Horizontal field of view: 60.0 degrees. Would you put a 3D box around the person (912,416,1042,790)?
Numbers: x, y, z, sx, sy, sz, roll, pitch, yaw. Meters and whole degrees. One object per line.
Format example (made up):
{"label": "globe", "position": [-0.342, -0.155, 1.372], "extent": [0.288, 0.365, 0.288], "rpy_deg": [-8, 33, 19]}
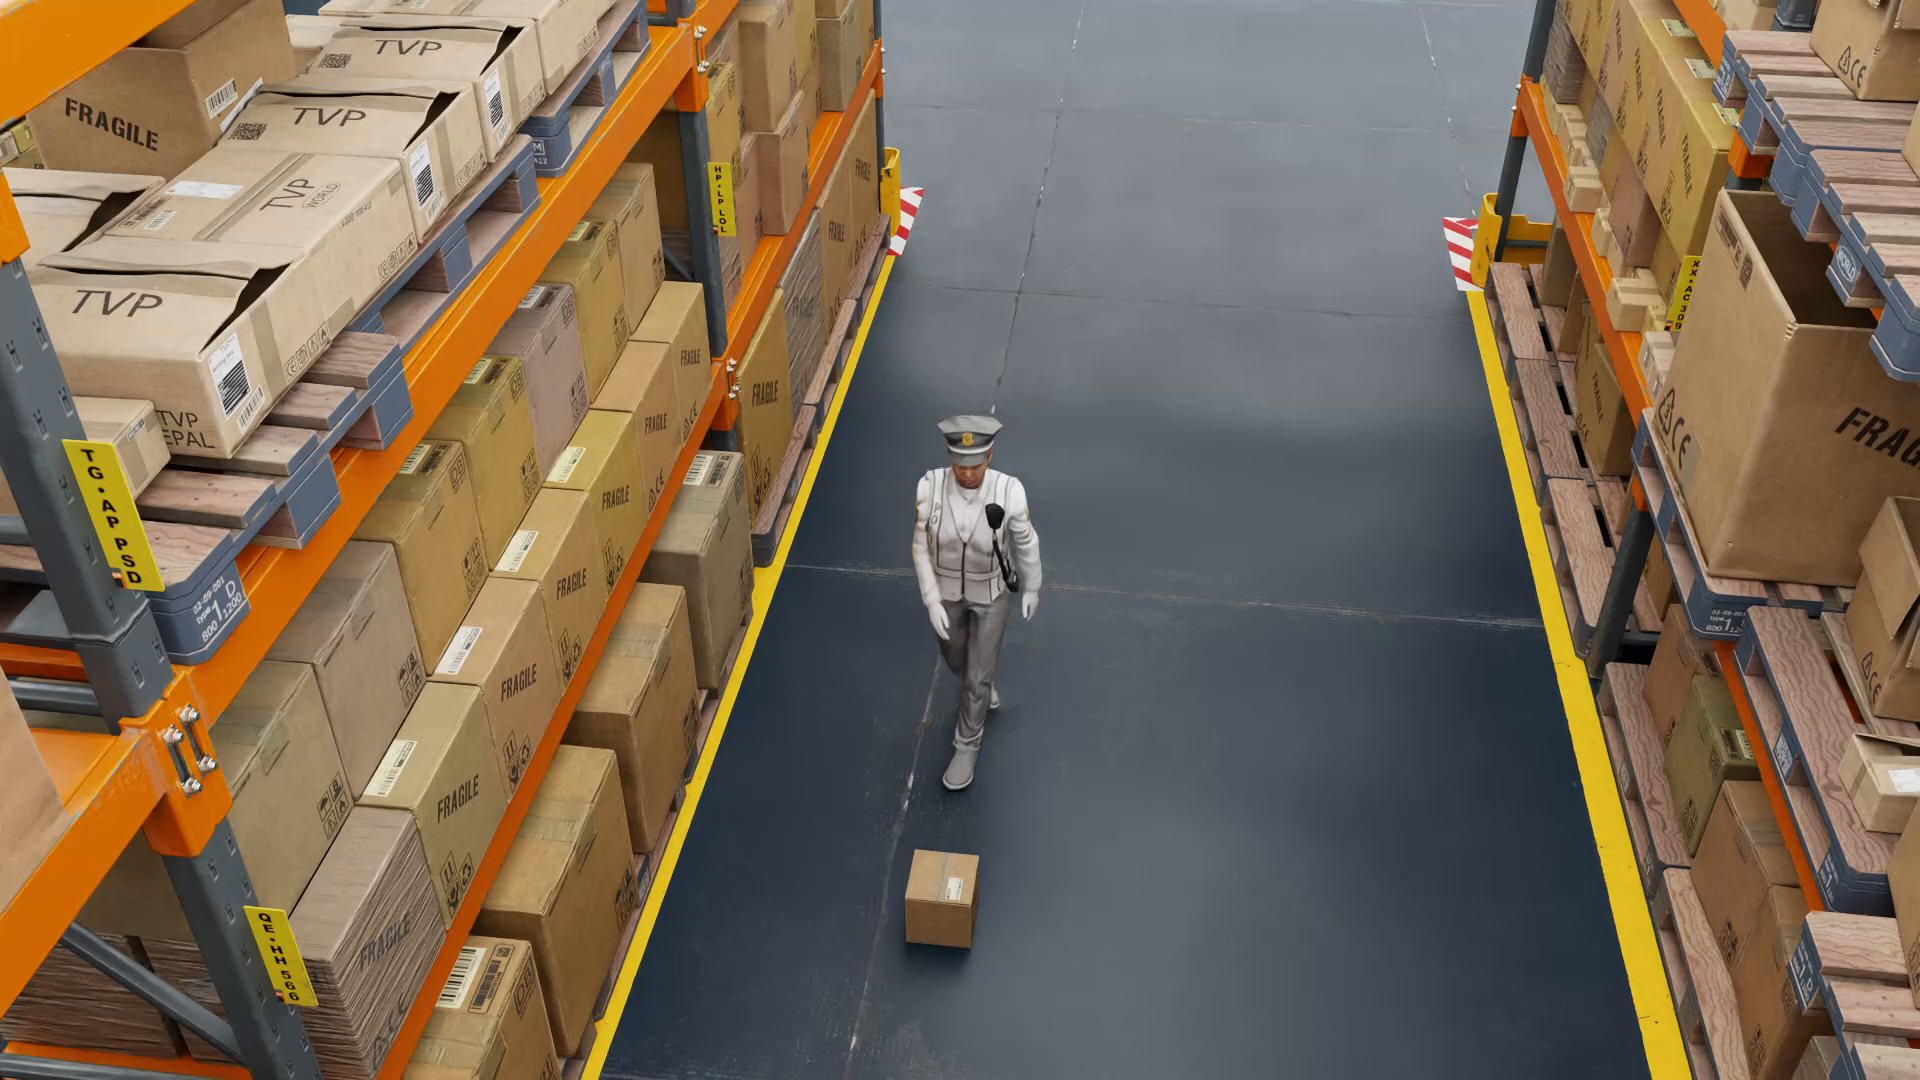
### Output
{"label": "person", "position": [0.072, 0.189, 6.757], "extent": [0.508, 1.671, 0.712], "rpy_deg": [7, 37, 10]}
